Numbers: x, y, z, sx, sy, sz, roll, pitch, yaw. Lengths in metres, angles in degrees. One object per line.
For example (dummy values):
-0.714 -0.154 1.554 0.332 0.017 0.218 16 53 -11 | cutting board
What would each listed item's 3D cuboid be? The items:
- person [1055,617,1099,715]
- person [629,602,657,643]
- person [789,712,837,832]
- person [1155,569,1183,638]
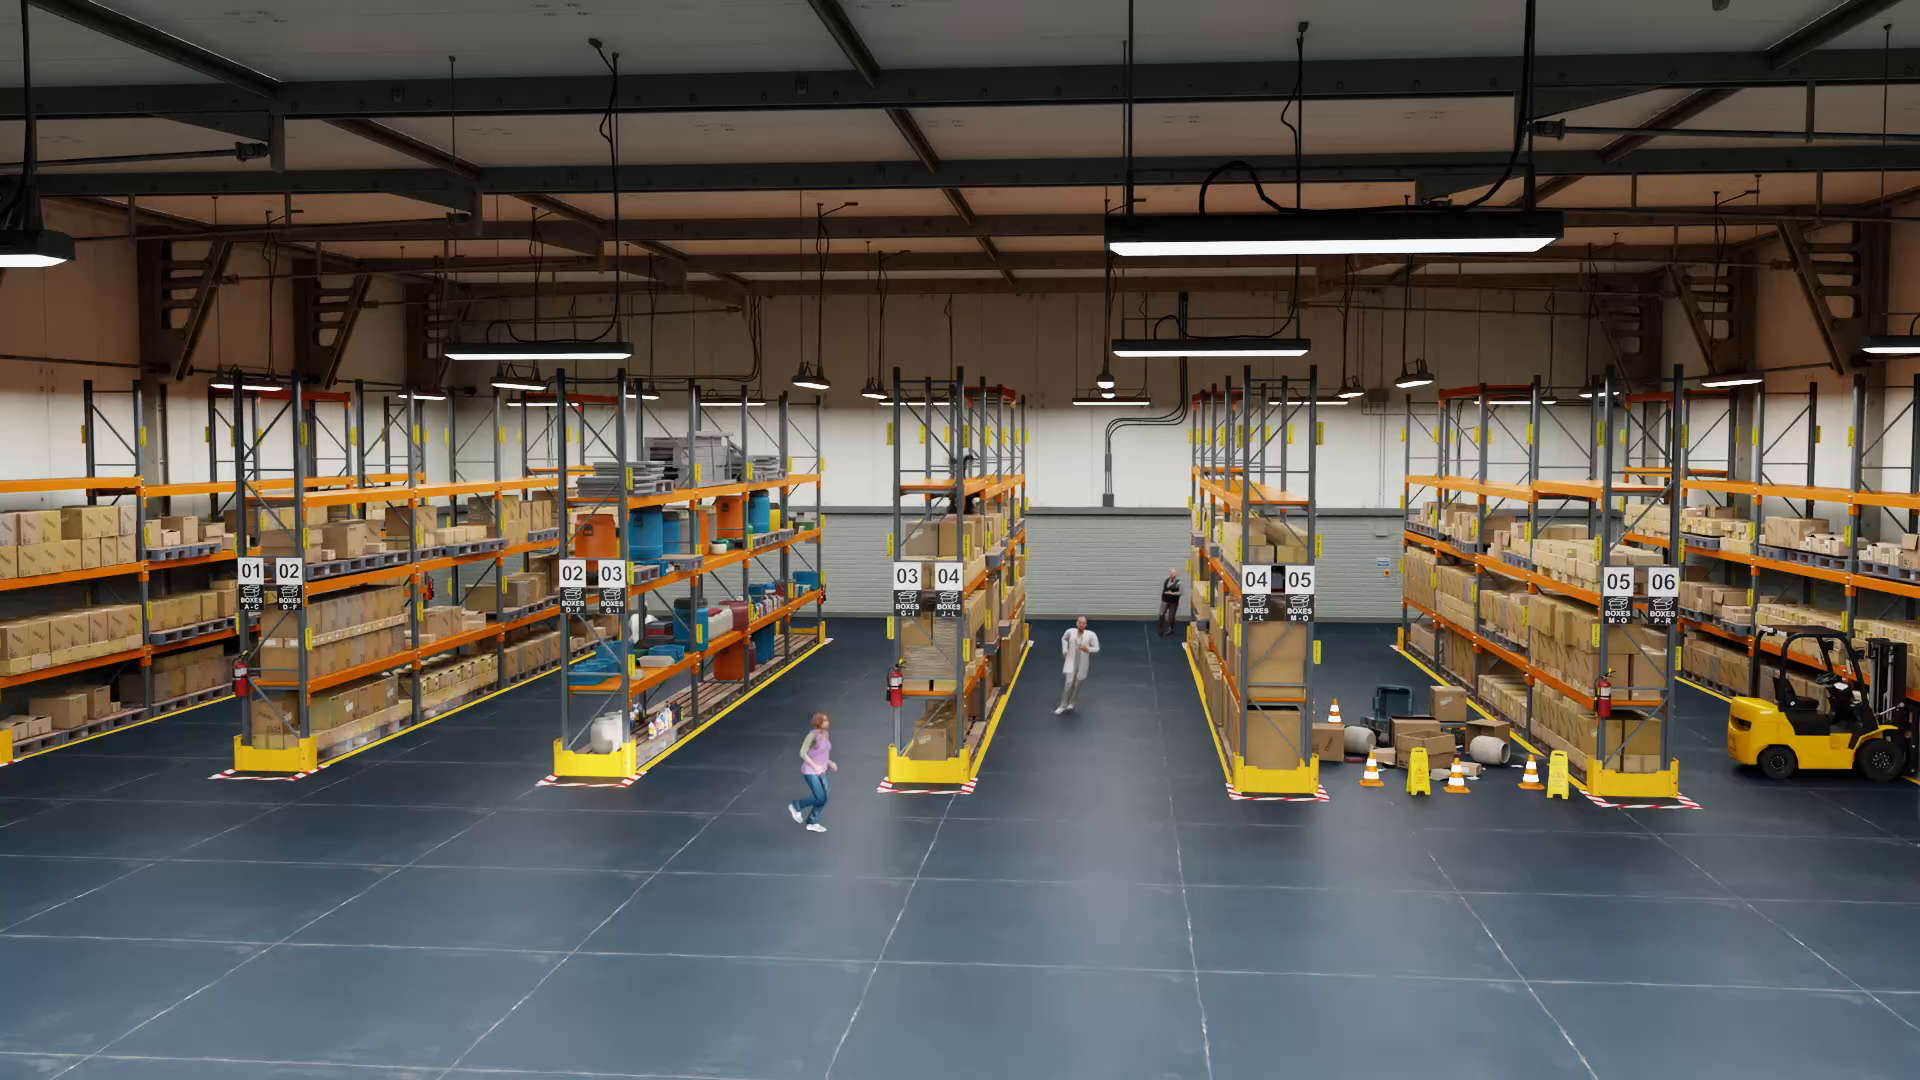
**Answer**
2.111 2.232 30.022 0.803 1.732 0.886 0 4 3 | person
-6.324 2.079 32.958 0.680 1.739 0.583 0 4 3 | person
-1.891 2.934 21.104 0.580 1.535 0.540 2 4 28 | person
5.293 1.596 41.419 0.682 1.768 0.694 2 4 32 | person
